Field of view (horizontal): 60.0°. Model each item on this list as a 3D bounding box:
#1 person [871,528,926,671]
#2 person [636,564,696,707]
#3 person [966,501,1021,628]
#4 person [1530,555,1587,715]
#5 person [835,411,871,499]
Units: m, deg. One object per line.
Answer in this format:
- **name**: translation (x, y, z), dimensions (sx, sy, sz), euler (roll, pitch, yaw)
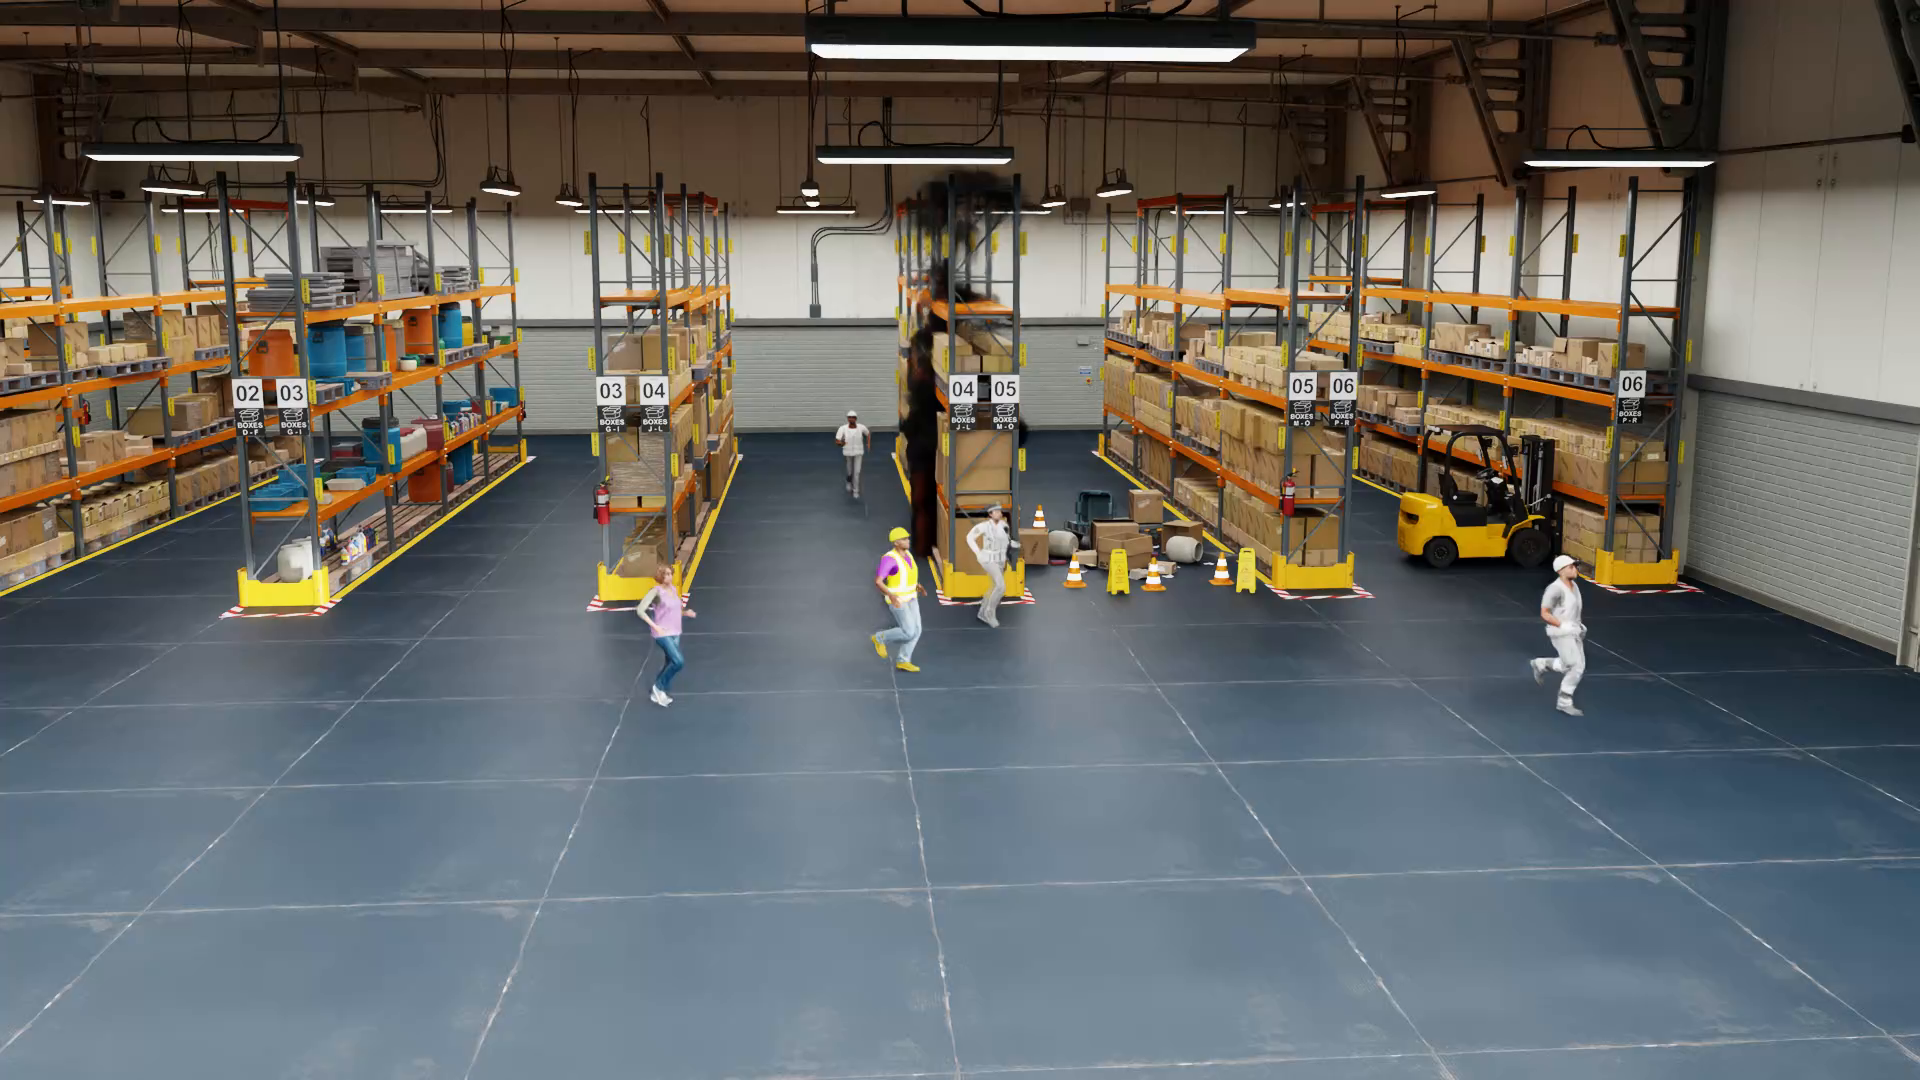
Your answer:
- **person**: translation (-0.740, 0.700, 19.835), dimensions (0.592, 1.726, 0.702), euler (6, 11, 29)
- **person**: translation (-3.177, 1.048, 18.179), dimensions (0.592, 1.569, 0.522), euler (4, 11, 23)
- **person**: translation (0.476, 0.314, 22.099), dimensions (0.612, 1.703, 0.683), euler (-9, 13, -42)
- **person**: translation (6.518, 1.011, 18.105), dimensions (0.671, 1.726, 0.669), euler (9, 13, 41)
- **person**: translation (-2.130, -1.721, 33.233), dimensions (0.717, 1.713, 1.098), euler (-1, 10, -4)
